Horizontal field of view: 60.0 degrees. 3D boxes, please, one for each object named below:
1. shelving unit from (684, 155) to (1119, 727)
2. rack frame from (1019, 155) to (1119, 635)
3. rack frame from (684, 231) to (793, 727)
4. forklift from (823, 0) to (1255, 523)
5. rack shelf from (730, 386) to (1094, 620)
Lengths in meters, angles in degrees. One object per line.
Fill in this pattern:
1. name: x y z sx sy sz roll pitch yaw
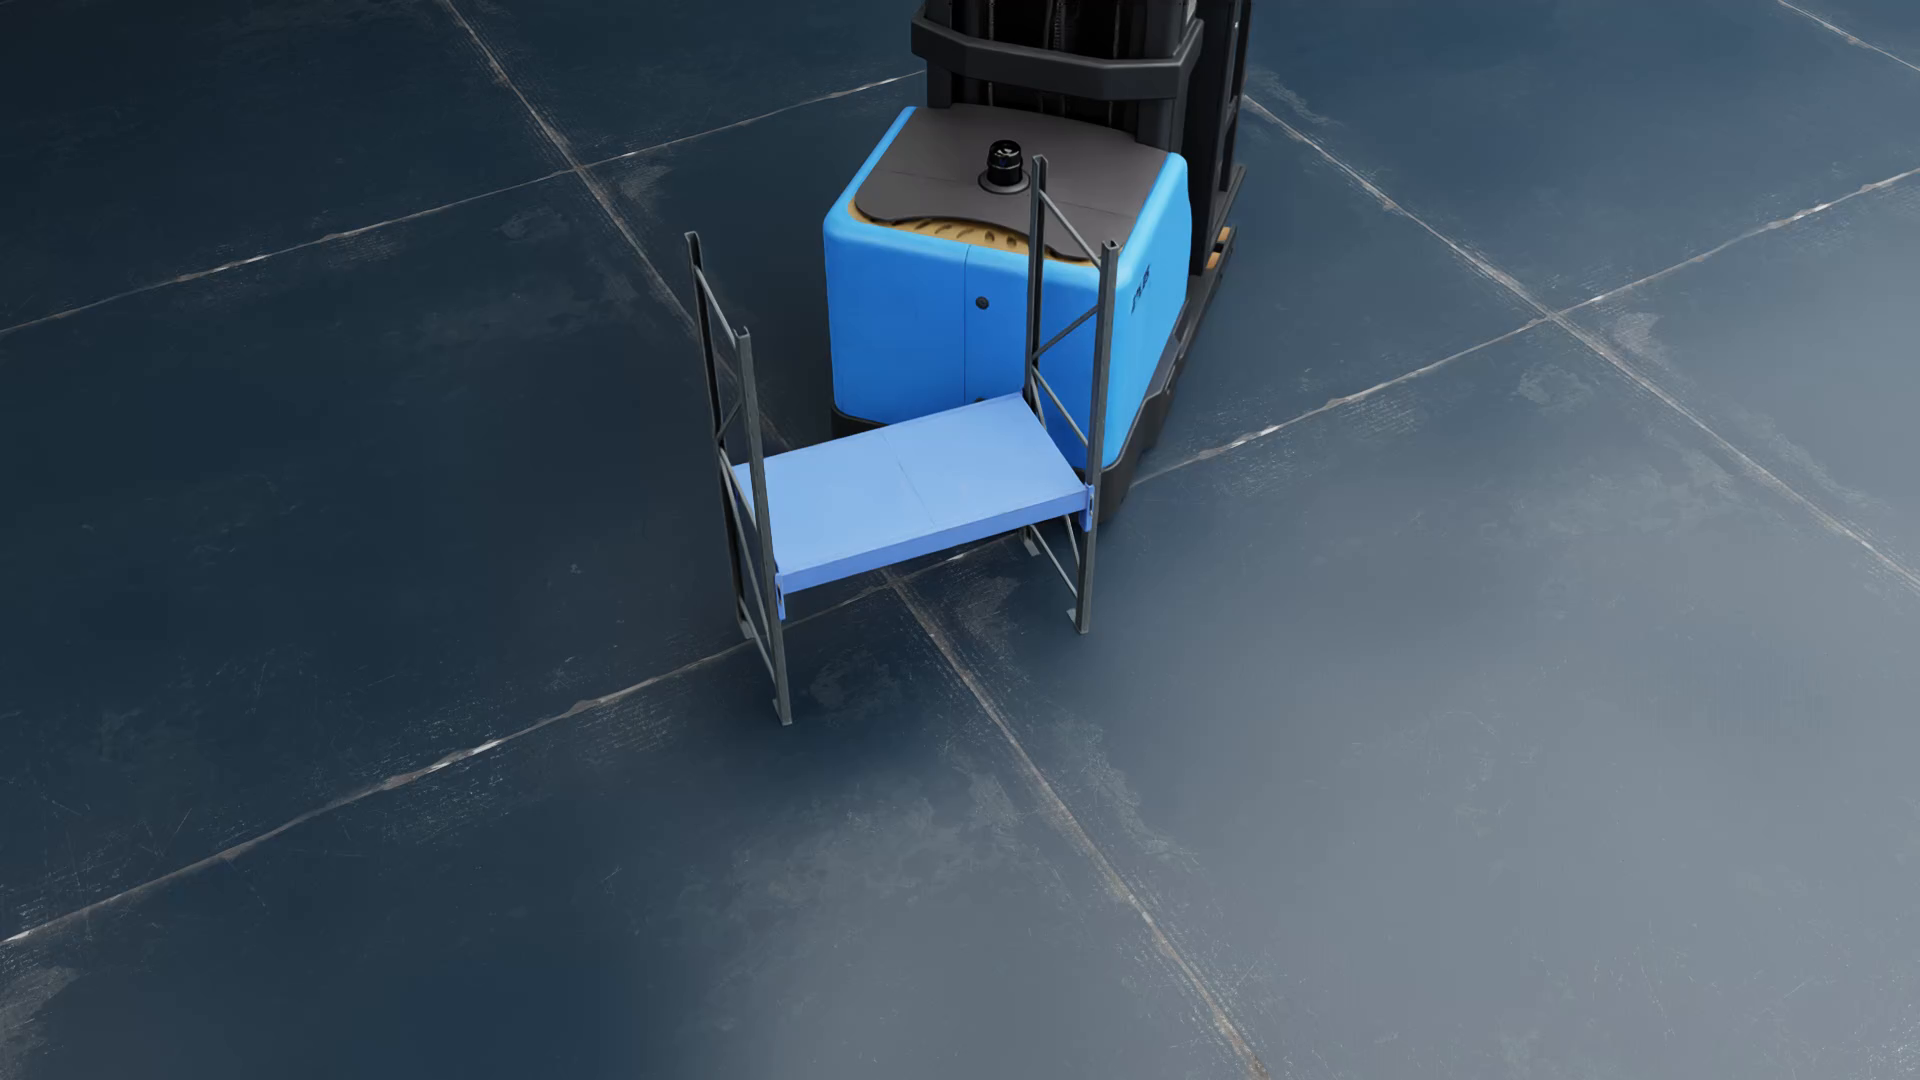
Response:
1. shelving unit: -0.158 -0.259 4.939 1.048 1.500 0.538 -16 46 -16
2. rack frame: 0.313 -0.393 5.078 0.032 1.500 0.500 -16 46 -16
3. rack frame: -0.628 -0.124 4.801 0.032 1.500 0.500 -16 46 -16
4. forklift: 0.511 -2.149 5.859 1.130 2.935 3.031 14 46 14
5. rack shelf: -0.158 -0.129 5.065 1.000 0.185 0.538 -16 46 -16
